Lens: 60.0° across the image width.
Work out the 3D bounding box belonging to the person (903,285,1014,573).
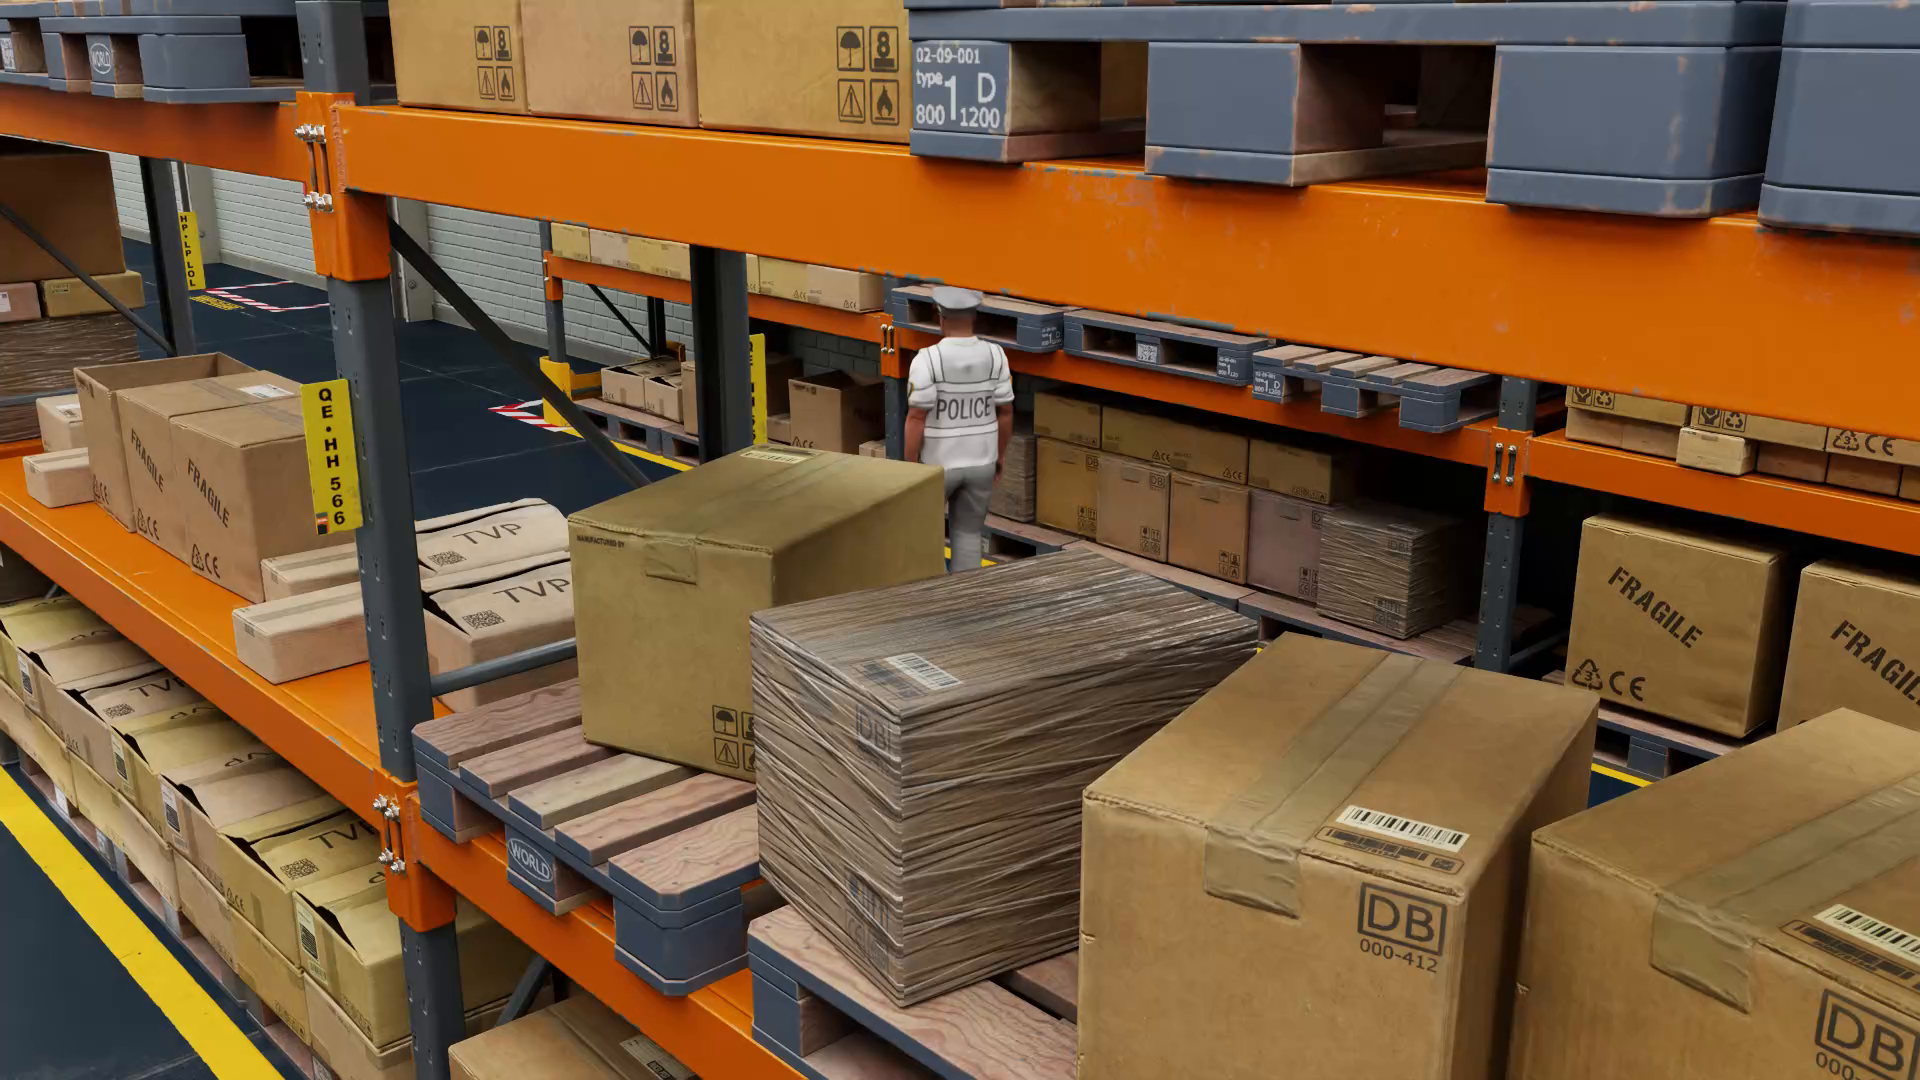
[{"bbox_3d":[-0.040,-0.388,8.269,0.589,1.799,0.474,-6,18,-18],"label":"person"}]
